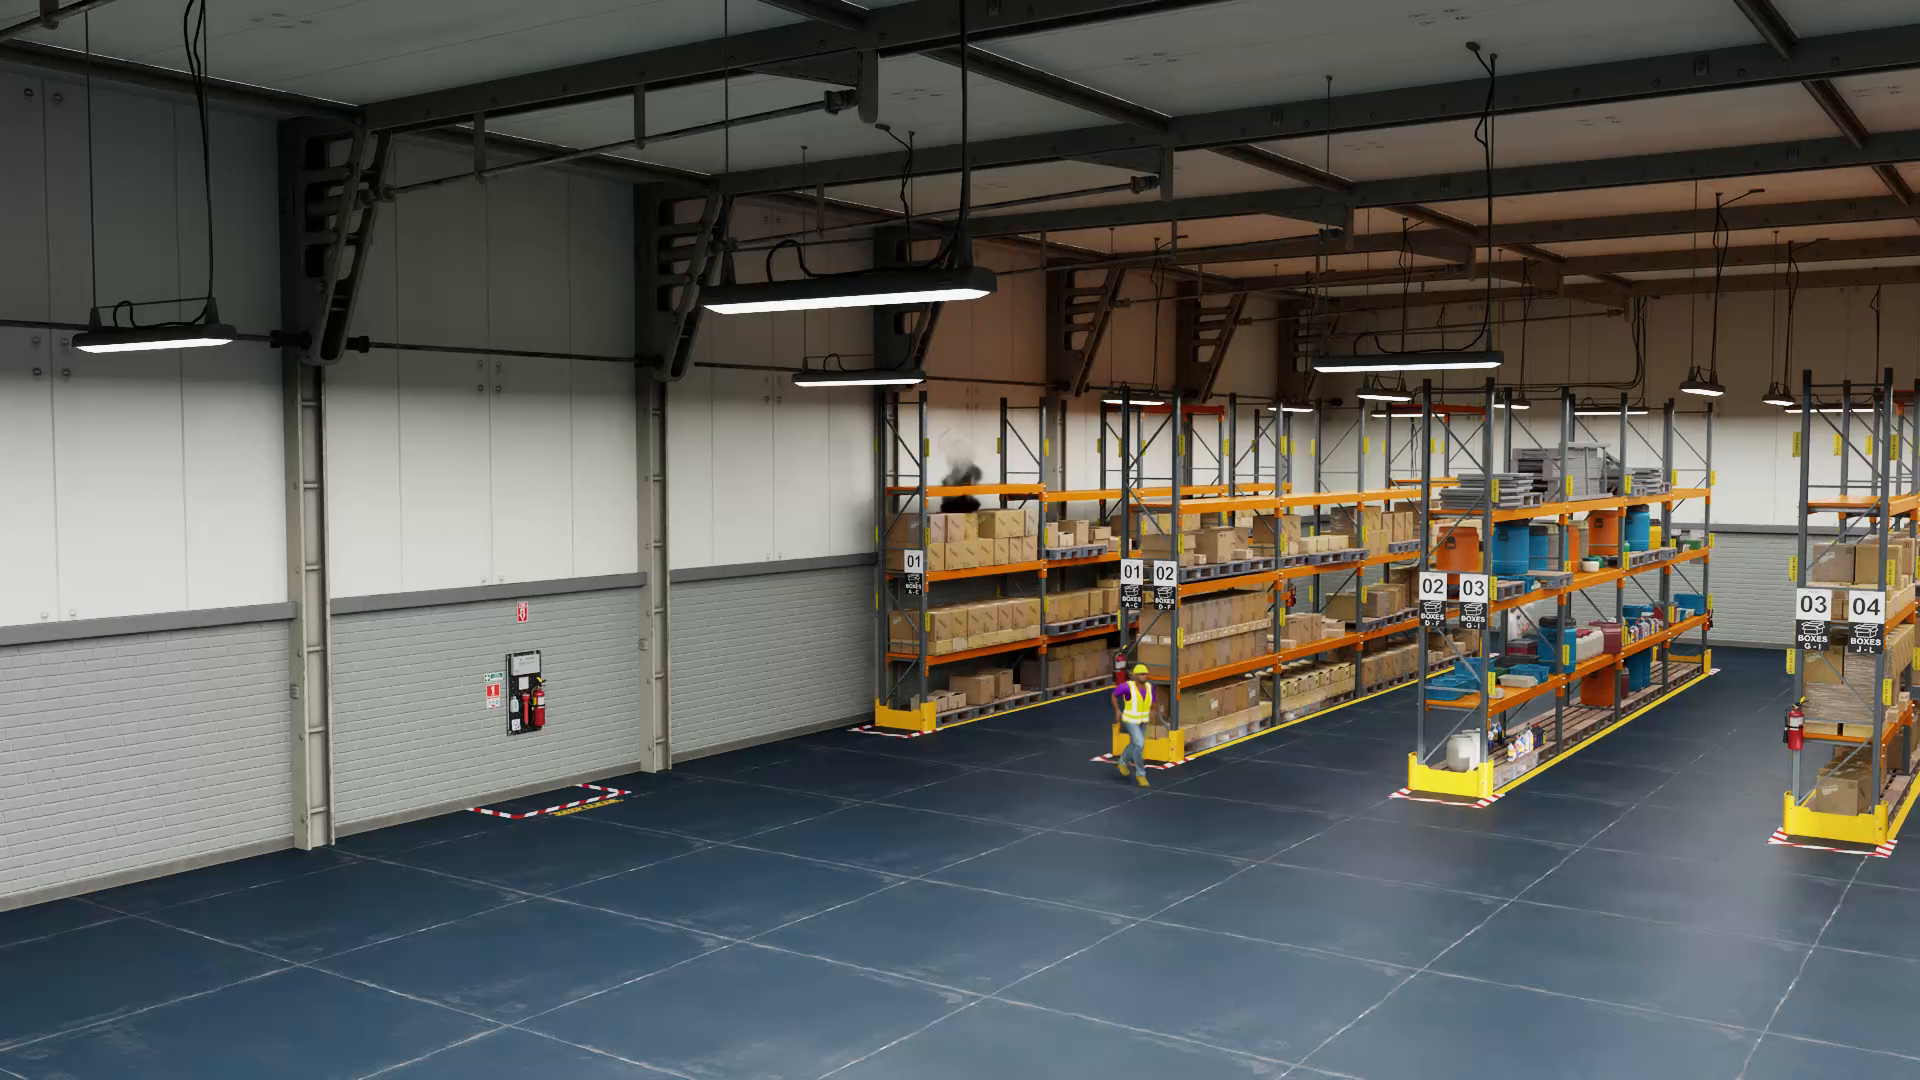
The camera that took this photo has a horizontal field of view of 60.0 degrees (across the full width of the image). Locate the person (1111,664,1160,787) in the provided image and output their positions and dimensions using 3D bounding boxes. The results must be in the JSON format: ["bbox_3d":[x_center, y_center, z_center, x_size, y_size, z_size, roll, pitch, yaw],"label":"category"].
[{"bbox_3d":[2.631,2.746,24.909,0.617,1.802,0.915,-2,4,-35],"label":"person"}]

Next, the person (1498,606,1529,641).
[{"bbox_3d":[12.069,2.116,36.297,0.656,1.740,0.664,2,4,30],"label":"person"}]
